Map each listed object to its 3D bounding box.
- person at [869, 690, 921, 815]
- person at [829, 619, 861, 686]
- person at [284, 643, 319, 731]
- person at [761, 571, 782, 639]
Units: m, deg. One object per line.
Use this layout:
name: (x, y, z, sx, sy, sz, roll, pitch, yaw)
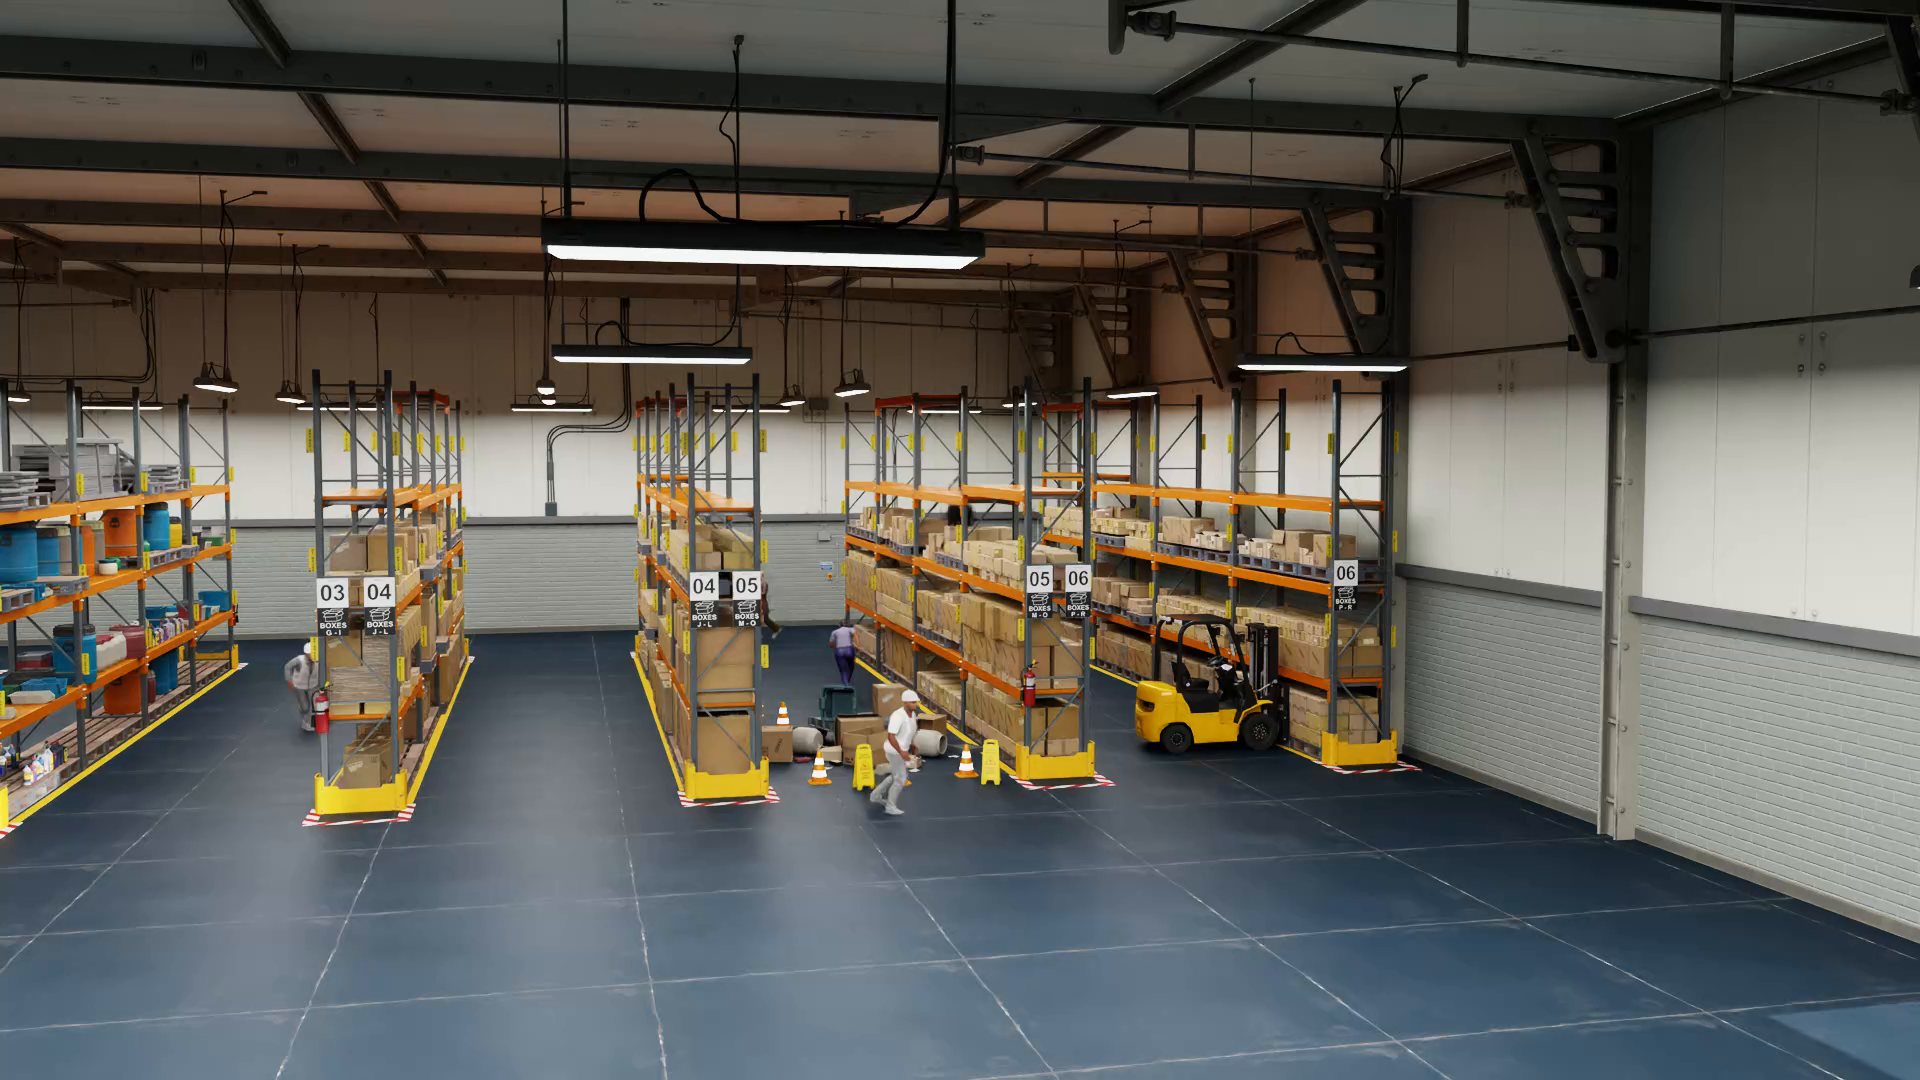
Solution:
person: (-0.888, 2.858, 22.481, 0.802, 1.702, 0.673, 1, 3, 15)
person: (-2.291, 2.341, 33.103, 0.622, 1.472, 1.062, 0, 3, -5)
person: (-11.390, 2.549, 28.922, 0.679, 1.584, 0.917, -2, 4, -34)
person: (-5.022, 1.649, 42.082, 1.067, 1.768, 0.718, -2, 4, -33)
